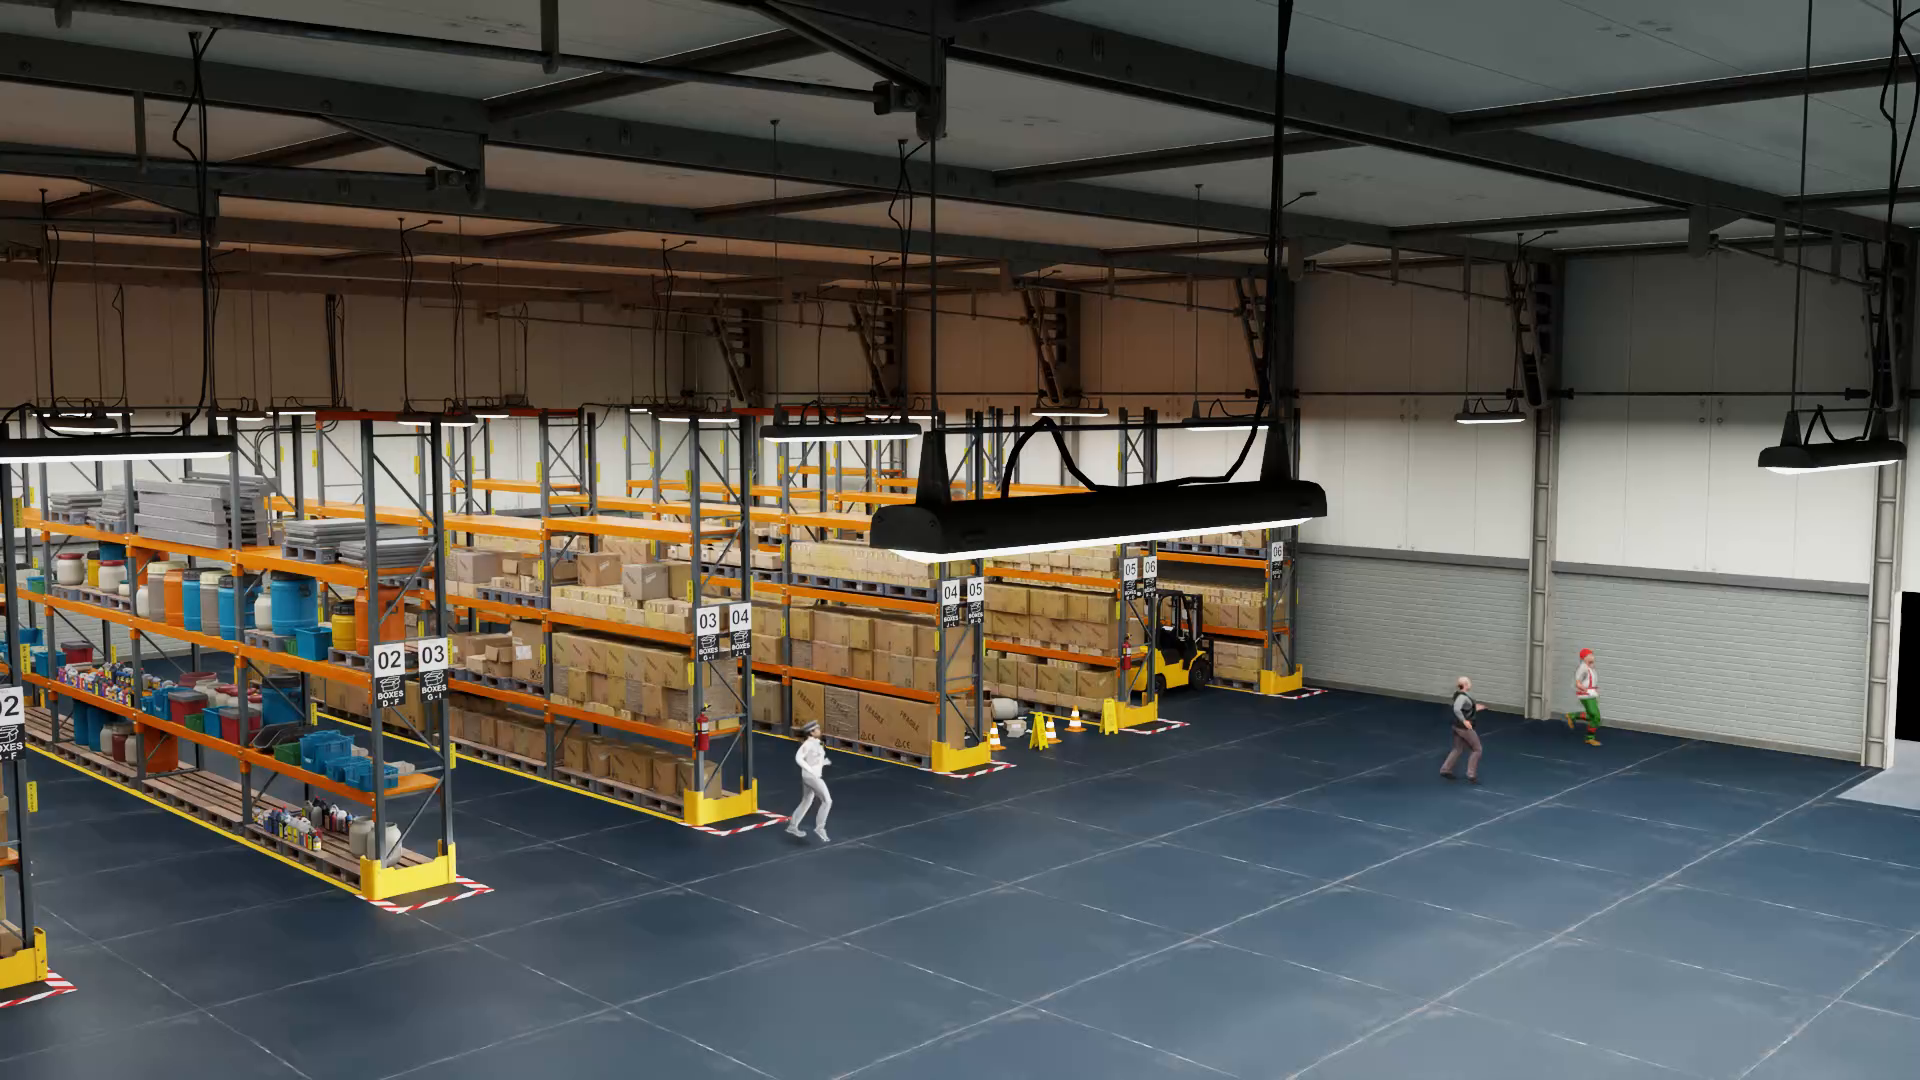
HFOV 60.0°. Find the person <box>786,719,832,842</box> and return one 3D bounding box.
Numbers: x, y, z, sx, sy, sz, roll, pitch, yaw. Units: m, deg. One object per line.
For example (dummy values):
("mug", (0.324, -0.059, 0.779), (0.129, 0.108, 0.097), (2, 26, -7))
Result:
("person", (-2.141, 3.409, 23.597), (0.635, 1.749, 0.635), (0, 5, -5))

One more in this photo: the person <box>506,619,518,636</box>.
("person", (-9.214, 2.445, 34.641), (0.556, 1.624, 0.520), (-4, 7, -41))

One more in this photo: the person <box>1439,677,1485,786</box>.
("person", (8.153, 3.137, 26.912), (0.727, 1.708, 0.641), (0, 5, -2))

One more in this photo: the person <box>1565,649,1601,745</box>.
("person", (11.274, 2.818, 30.056), (0.675, 1.724, 0.676), (3, 6, 34))
